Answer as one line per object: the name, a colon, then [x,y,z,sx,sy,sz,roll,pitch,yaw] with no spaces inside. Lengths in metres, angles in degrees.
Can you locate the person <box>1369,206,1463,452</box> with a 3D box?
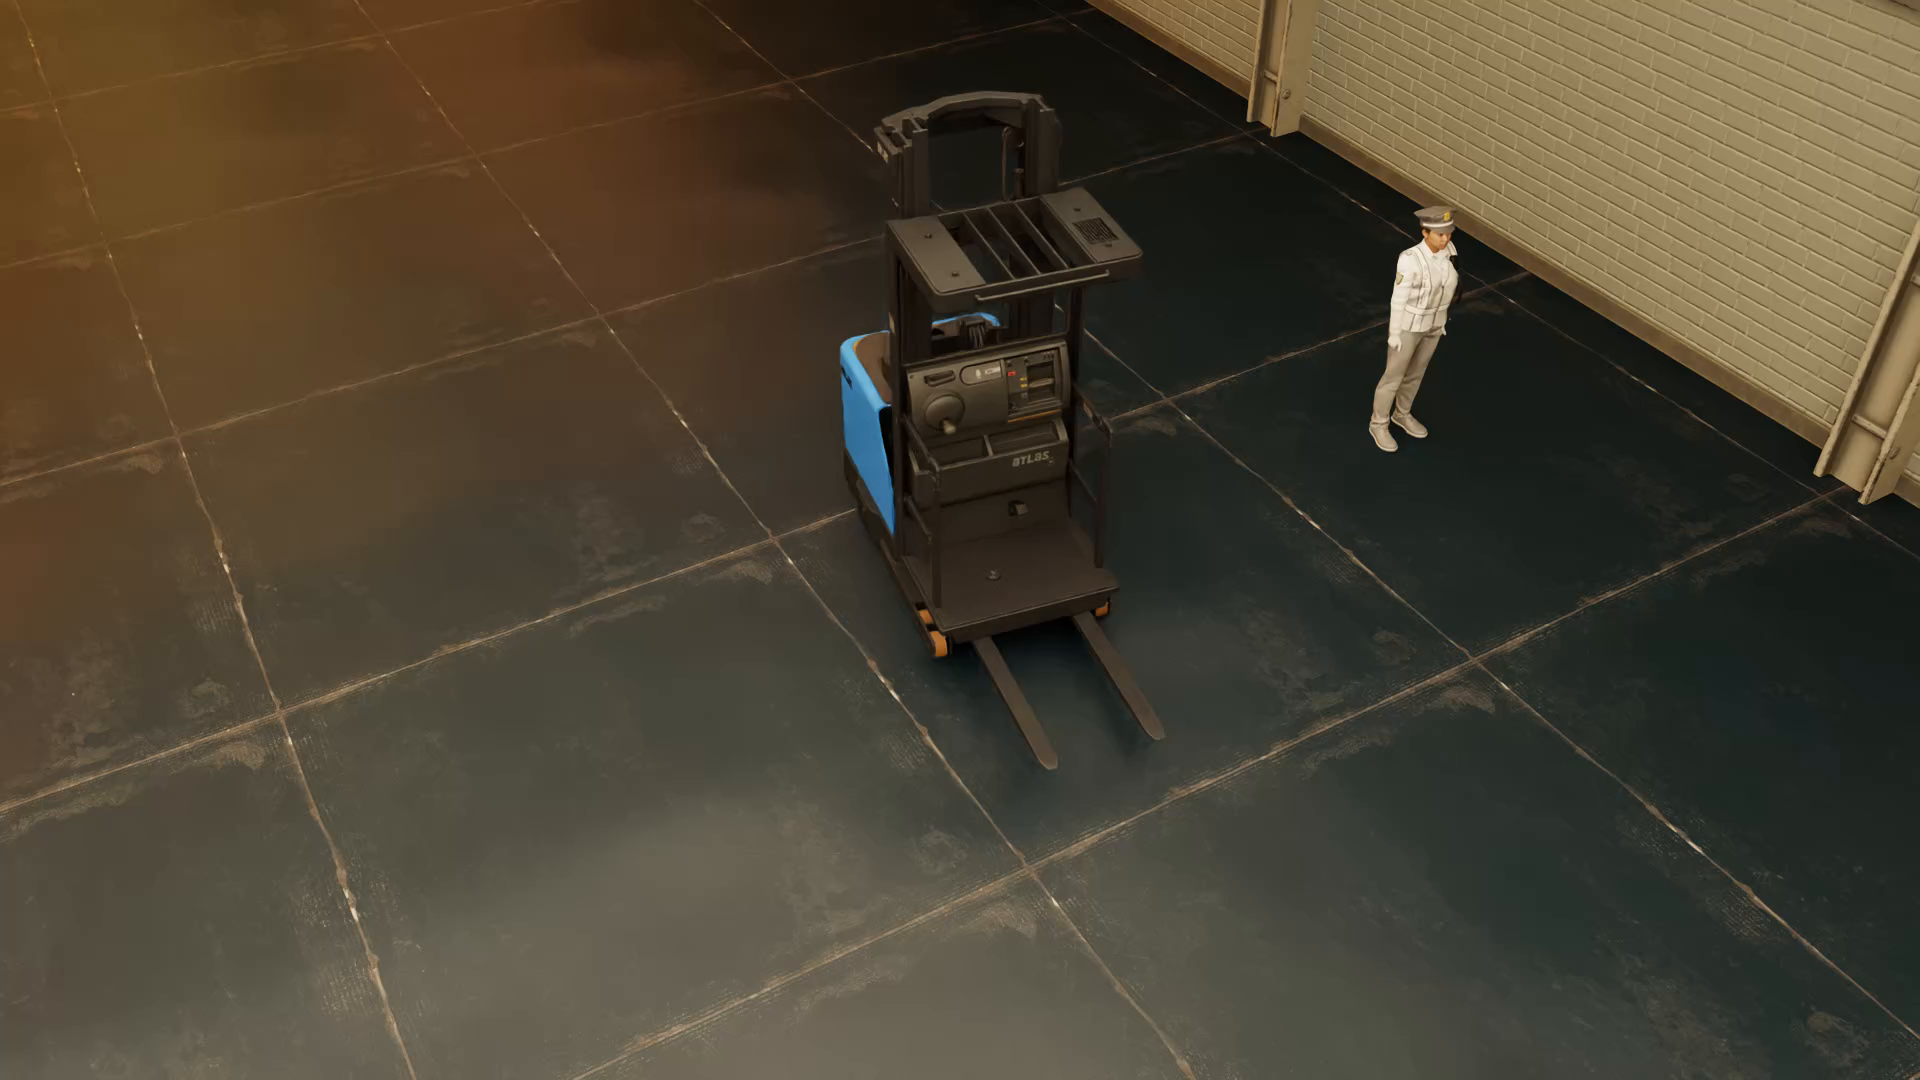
person: [2.946,-1.379,10.674,0.463,1.693,0.346,-21,44,-23]

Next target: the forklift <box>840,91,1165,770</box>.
forklift: [0.240,-0.753,8.943,1.130,2.935,3.031,-13,42,-16]
